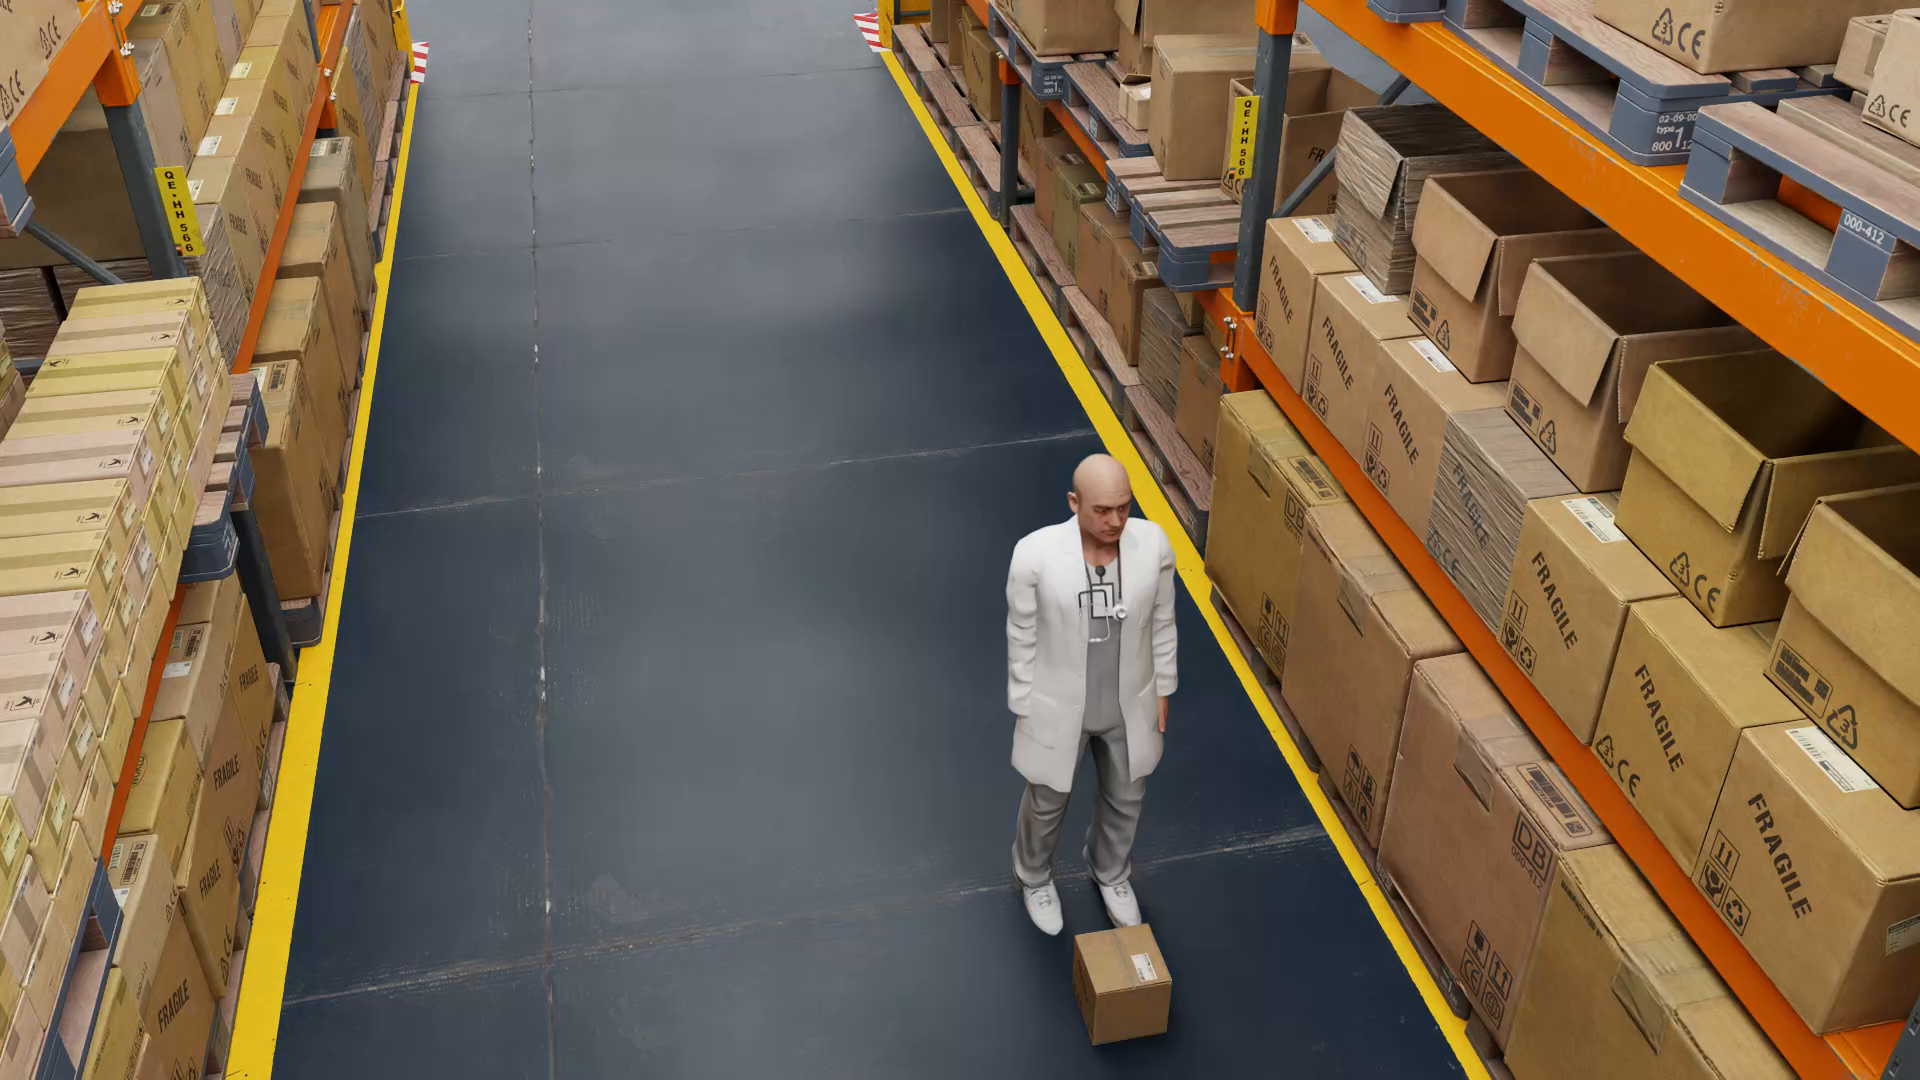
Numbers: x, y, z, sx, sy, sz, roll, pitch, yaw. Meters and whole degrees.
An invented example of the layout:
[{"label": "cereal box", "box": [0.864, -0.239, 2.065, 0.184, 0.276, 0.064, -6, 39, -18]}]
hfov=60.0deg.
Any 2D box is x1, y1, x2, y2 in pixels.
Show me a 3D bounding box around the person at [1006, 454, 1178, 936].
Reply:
[{"label": "person", "box": [0.433, 0.536, 5.389, 0.563, 1.807, 0.424, -6, 34, -9]}]
